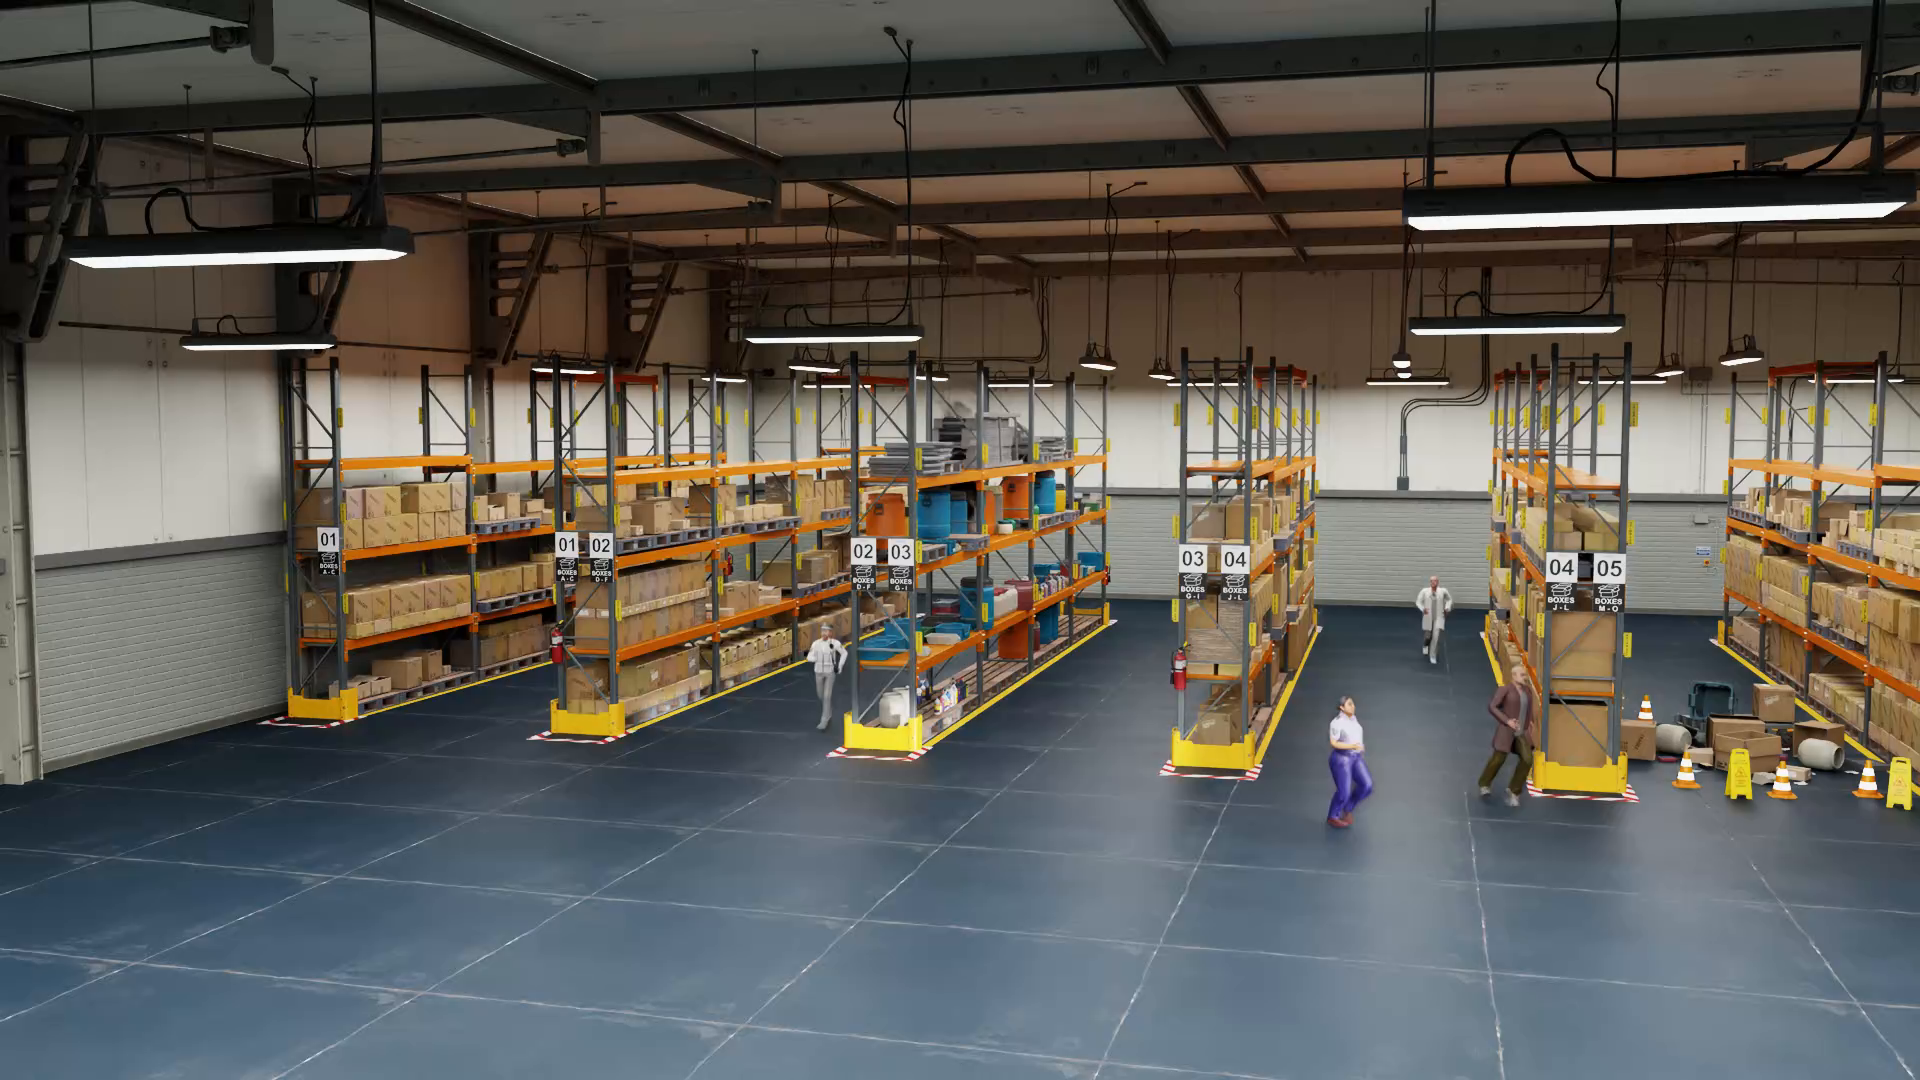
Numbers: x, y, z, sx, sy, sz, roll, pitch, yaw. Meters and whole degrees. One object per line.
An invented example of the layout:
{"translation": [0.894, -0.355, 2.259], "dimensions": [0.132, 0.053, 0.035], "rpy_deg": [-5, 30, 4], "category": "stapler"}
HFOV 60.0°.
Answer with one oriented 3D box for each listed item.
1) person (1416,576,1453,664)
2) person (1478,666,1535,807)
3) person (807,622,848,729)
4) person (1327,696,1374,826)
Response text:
{"translation": [9.759, 1.622, 34.232], "dimensions": [0.718, 1.777, 0.921], "rpy_deg": [1, 4, 17], "category": "person"}
{"translation": [7.220, 2.553, 21.733], "dimensions": [0.770, 1.823, 0.738], "rpy_deg": [-1, 4, -16], "category": "person"}
{"translation": [-2.185, 2.158, 26.945], "dimensions": [0.575, 1.679, 0.939], "rpy_deg": [1, 4, 14], "category": "person"}
{"translation": [4.763, 2.710, 20.266], "dimensions": [0.582, 1.603, 0.605], "rpy_deg": [-3, 5, -38], "category": "person"}
